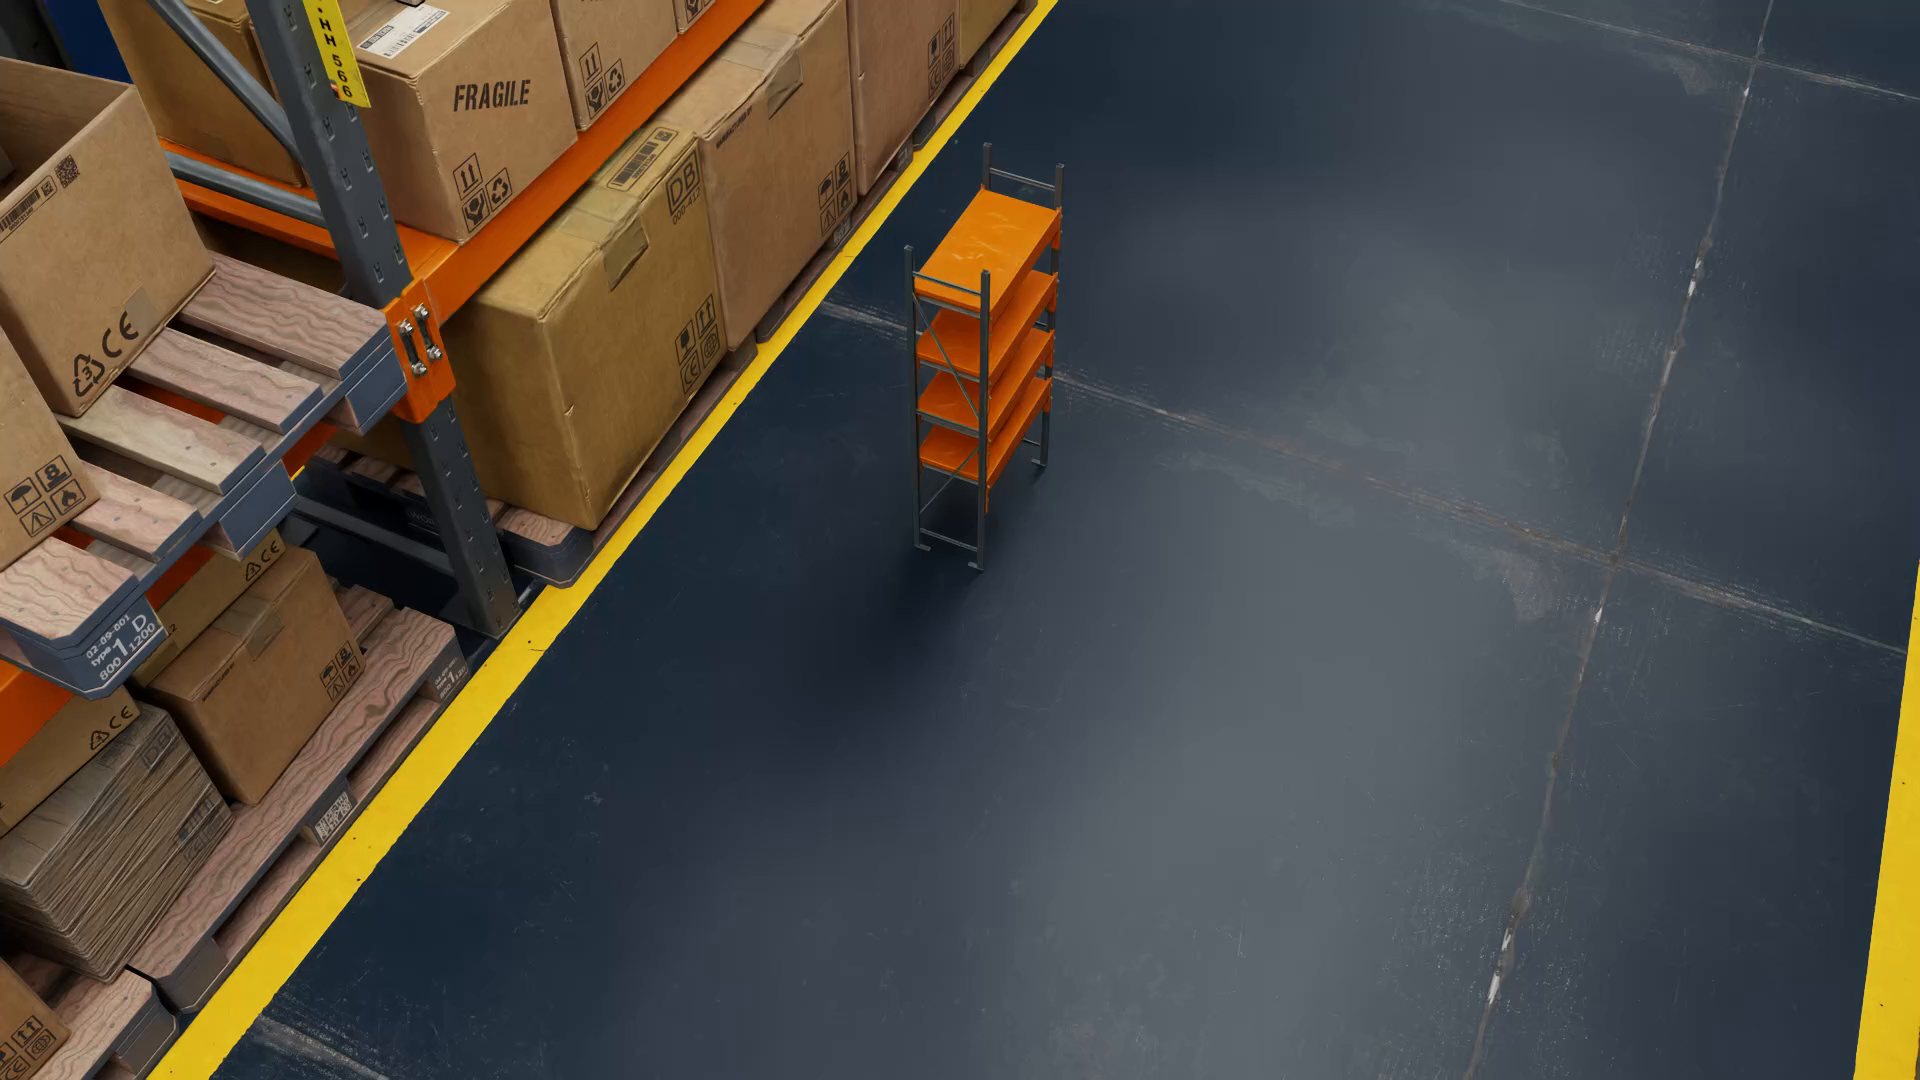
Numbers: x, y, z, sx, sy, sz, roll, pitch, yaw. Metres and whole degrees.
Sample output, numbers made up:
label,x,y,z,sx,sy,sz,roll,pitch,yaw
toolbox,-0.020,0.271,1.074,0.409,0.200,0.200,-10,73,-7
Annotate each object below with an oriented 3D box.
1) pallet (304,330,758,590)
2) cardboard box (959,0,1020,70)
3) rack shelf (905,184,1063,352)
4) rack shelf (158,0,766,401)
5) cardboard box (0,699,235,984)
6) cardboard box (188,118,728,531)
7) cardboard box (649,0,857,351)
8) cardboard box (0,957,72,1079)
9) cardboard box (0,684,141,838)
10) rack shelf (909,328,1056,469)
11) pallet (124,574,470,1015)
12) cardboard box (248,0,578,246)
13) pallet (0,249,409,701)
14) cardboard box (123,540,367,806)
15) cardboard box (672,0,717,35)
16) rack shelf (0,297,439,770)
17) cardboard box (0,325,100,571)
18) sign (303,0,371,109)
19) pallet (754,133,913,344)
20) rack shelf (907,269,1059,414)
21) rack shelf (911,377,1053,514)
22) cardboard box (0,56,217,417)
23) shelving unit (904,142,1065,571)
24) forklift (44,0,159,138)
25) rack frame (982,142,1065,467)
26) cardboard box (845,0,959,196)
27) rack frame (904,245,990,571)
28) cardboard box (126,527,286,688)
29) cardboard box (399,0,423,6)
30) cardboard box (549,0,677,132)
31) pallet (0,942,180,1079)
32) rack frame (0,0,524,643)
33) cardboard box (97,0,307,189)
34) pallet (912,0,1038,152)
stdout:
label,x,y,z,sx,sy,sz,roll,pitch,yaw
pallet,-1.402,-0.485,5.524,1.003,0.211,1.213,20,52,16
cardboard box,-0.354,-2.625,6.633,1.225,0.875,0.875,20,52,16
rack shelf,0.071,-0.757,4.591,0.258,0.148,0.480,20,52,16
rack shelf,-0.953,-2.014,5.467,1.077,0.370,4.000,20,52,16
cardboard box,-2.301,0.651,4.079,0.700,0.500,0.500,16,51,13
cardboard box,-1.494,-0.786,5.069,1.225,0.875,0.875,18,52,14
cardboard box,-1.106,-1.397,5.589,1.225,0.875,0.875,20,52,16
cardboard box,-2.537,1.044,3.745,0.700,0.500,0.500,24,54,19
cardboard box,-2.284,0.394,3.805,0.500,0.250,0.500,25,54,20
rack shelf,0.071,-0.459,4.941,0.258,0.148,0.480,20,52,16
pallet,-2.142,0.571,4.625,1.003,0.211,1.213,20,52,16
cardboard box,-1.354,-1.149,4.192,0.500,0.500,0.500,21,53,17
pallet,-2.015,-0.283,3.647,1.213,0.211,1.003,20,52,16
cardboard box,-2.075,0.265,4.407,0.700,0.500,0.500,17,52,14
cardboard box,-0.920,-1.858,4.796,0.500,0.500,0.500,19,52,15
rack shelf,-2.662,0.740,3.123,1.077,0.370,4.000,20,52,16
cardboard box,-2.150,-0.237,3.141,0.700,0.500,0.500,27,55,21
sign,-1.313,-1.050,3.465,0.100,0.325,0.005,20,52,16
pallet,-0.880,-1.322,6.236,1.003,0.211,1.213,20,52,16
rack shelf,0.071,-0.604,4.771,0.258,0.148,0.480,20,52,16
rack shelf,0.071,-0.331,5.092,0.258,0.148,0.480,20,52,16
cardboard box,-2.002,-0.654,3.495,0.500,0.500,0.500,14,51,12
shelving unit,0.071,-0.503,4.890,0.258,1.200,0.503,20,52,16
forklift,-4.396,-2.397,5.365,3.031,2.935,1.130,8,50,7
rack frame,0.175,-0.671,5.033,0.240,1.200,0.015,20,52,16
cardboard box,-0.735,-2.009,6.109,1.225,0.875,0.875,18,52,15
rack frame,-0.034,-0.335,4.747,0.240,1.200,0.015,20,52,16
cardboard box,-2.066,0.026,4.119,0.500,0.250,0.500,22,53,18
cardboard box,-1.480,-1.726,4.025,0.797,0.503,0.637,21,53,17
cardboard box,-1.135,-1.505,4.495,0.500,0.500,0.500,19,52,15
pallet,-2.665,1.408,3.913,1.003,0.211,1.213,20,52,16
rack frame,-1.807,-0.870,4.021,1.000,3.000,0.127,20,52,16
cardboard box,-1.820,-1.323,4.340,0.500,0.500,0.500,21,53,17
pallet,-0.360,-2.165,6.954,1.003,0.211,1.213,20,52,16
